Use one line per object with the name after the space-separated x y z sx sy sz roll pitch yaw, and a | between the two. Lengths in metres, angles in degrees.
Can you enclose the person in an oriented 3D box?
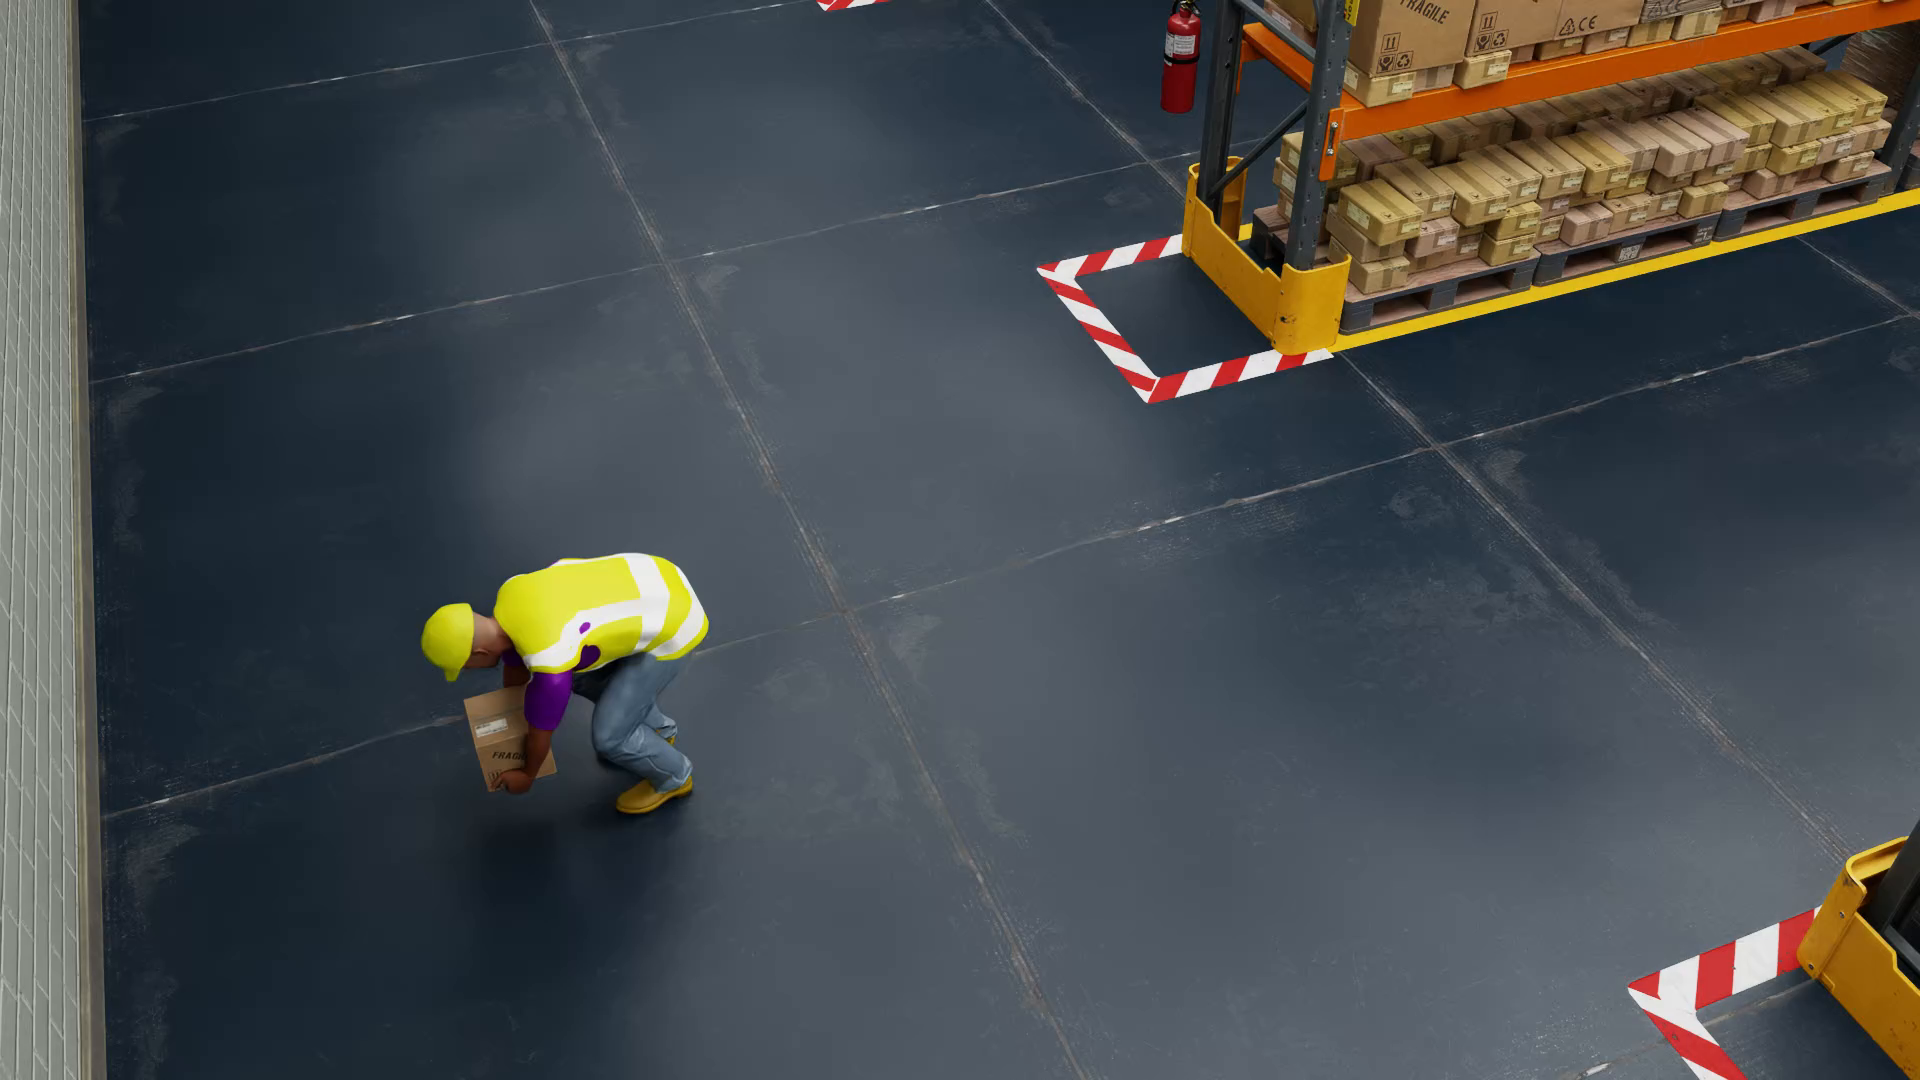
-1.374 0.544 6.026 0.964 1.103 0.512 -17 44 -19 | person
